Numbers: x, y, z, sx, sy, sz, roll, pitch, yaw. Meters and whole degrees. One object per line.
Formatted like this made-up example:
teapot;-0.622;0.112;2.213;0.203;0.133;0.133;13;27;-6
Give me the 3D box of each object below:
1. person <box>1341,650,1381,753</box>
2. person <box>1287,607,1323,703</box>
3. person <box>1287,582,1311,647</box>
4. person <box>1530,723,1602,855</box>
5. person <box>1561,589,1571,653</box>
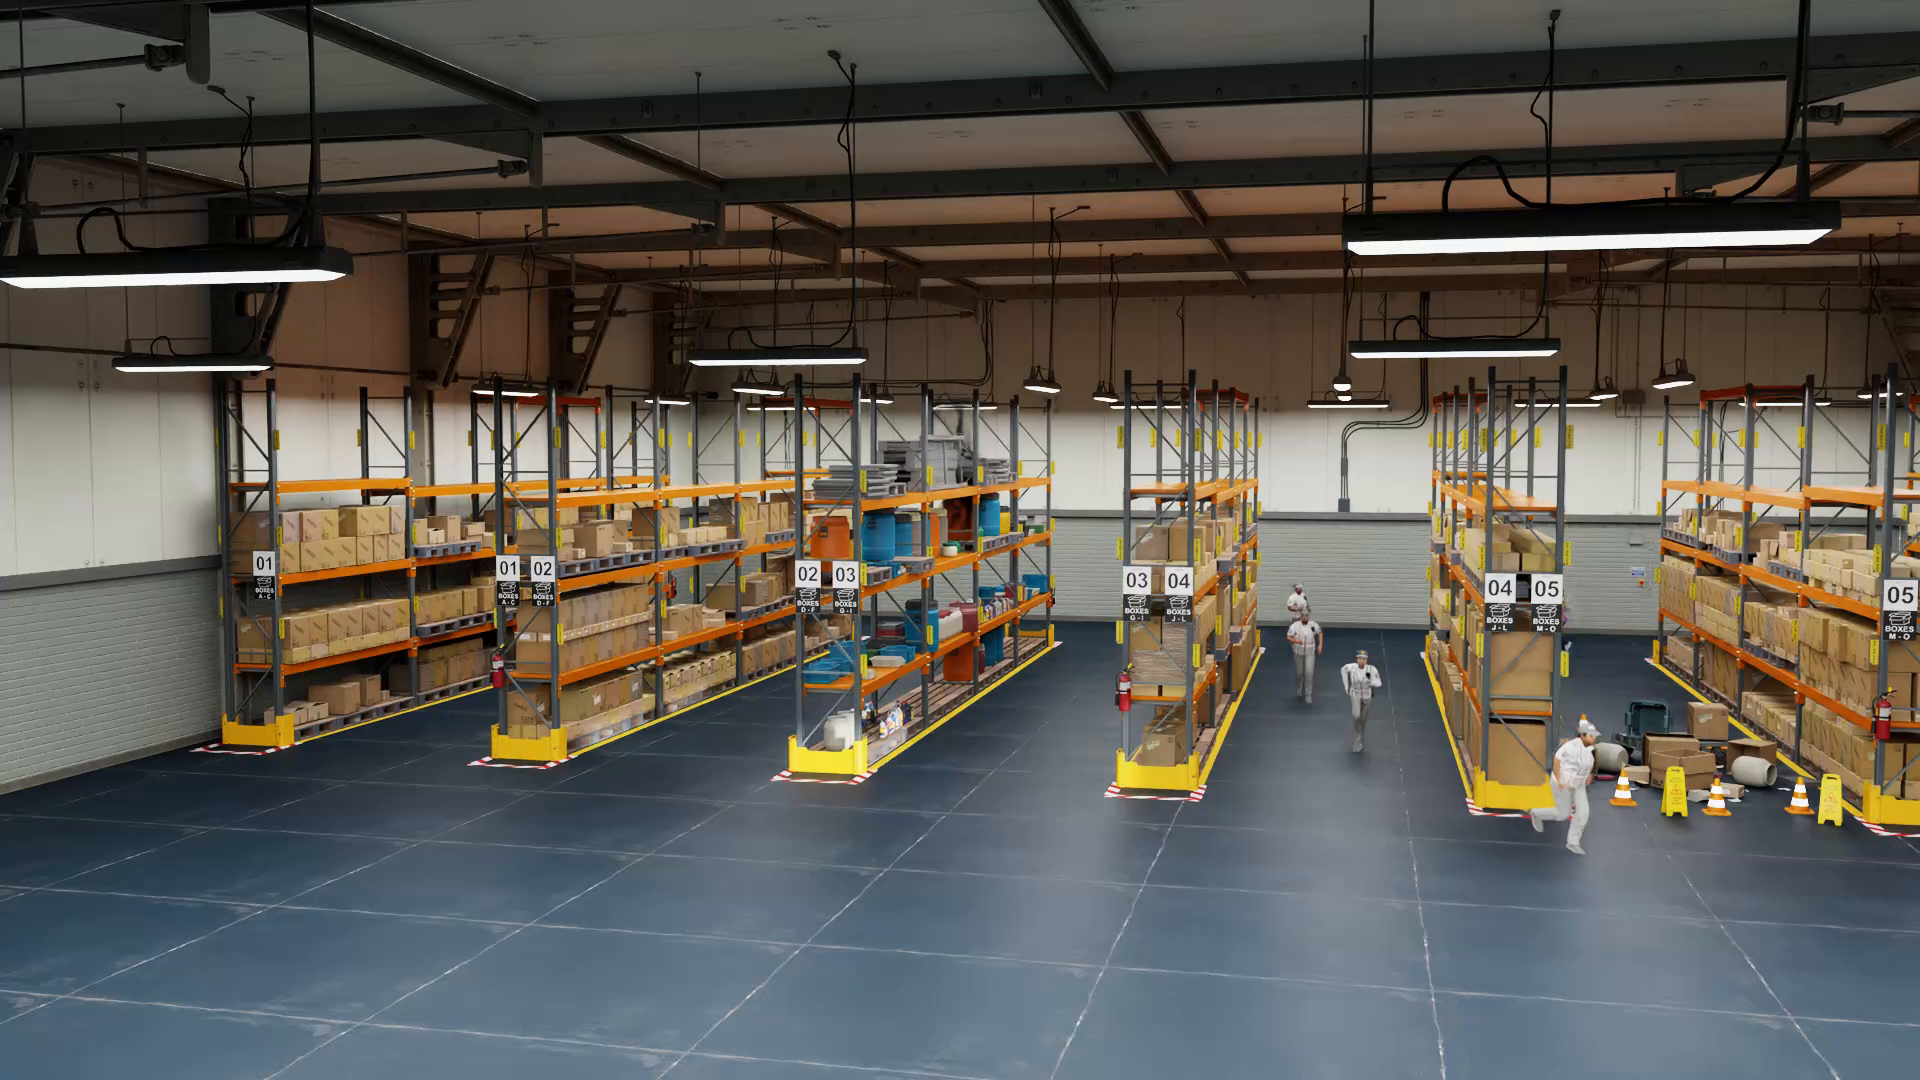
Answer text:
person;6.464;2.569;26.822;0.603;1.661;0.892;0;3;7
person;6.640;2.206;32.049;0.680;1.848;0.825;1;3;10
person;7.987;1.817;39.304;0.616;1.663;0.851;-1;4;-23
person;7.435;3.012;20.377;0.607;1.621;0.915;-3;4;-38
person;14.013;1.893;38.902;0.533;1.557;0.542;1;3;9
